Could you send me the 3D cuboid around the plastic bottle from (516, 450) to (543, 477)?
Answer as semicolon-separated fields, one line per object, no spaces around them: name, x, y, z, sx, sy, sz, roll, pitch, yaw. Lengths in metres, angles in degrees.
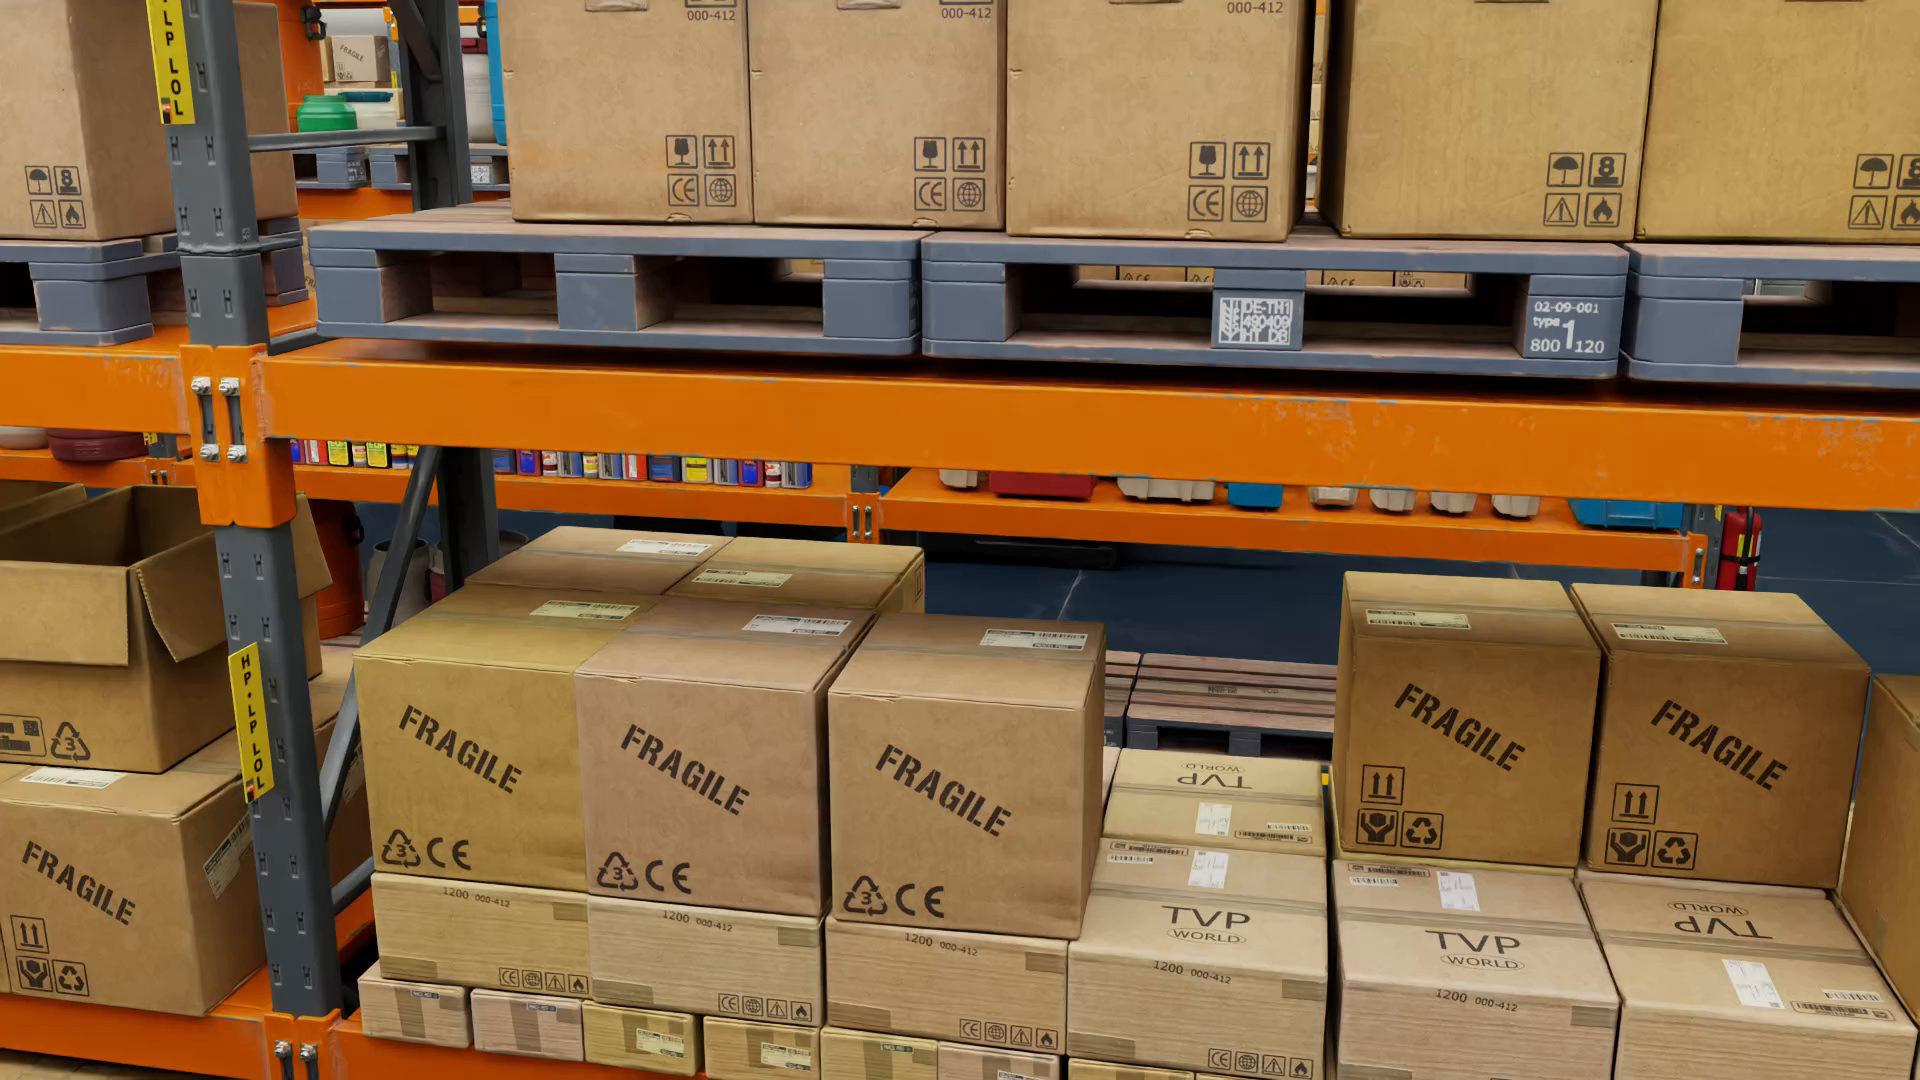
plastic bottle;-2.290;-0.483;8.835;0.133;0.283;0.061;3;16;11

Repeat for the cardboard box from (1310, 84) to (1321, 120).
cardboard box;2.493;-3.273;12.415;0.500;0.250;0.500;3;16;11

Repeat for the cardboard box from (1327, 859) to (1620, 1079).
cardboard box;1.017;0.890;3.383;0.500;0.250;0.500;3;16;9

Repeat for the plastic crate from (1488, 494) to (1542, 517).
plastic crate;2.692;-0.222;8.055;0.243;0.136;0.396;3;16;11

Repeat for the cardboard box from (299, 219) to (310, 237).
cardboard box;-7.764;-3.852;19.616;0.500;0.500;0.500;3;16;9

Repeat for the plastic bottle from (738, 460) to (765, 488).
plastic bottle;-1.079;-0.417;8.598;0.133;0.283;0.061;3;16;11

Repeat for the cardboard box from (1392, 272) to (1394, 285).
cardboard box;3.622;-2.268;13.000;0.500;0.500;0.500;3;16;12

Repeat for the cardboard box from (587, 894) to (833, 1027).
cardboard box;-0.485;0.809;3.675;0.500;0.250;0.500;3;16;11

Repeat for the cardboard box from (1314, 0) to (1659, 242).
cardboard box;0.976;-0.862;3.206;0.500;0.500;0.700;2;16;7

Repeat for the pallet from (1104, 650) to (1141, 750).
pallet;0.336;0.836;9.078;1.213;0.211;1.003;3;16;11

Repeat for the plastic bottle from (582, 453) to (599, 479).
plastic bottle;-1.946;-0.430;8.797;0.097;0.201;0.097;0;15;0

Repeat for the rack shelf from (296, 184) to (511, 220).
rack shelf;-2.352;-1.742;8.890;4.000;0.370;1.077;3;16;11

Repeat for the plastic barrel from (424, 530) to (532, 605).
plastic barrel;-2.723;0.292;9.550;0.708;0.588;0.600;3;16;11

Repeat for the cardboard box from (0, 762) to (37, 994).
cardboard box;-2.376;0.729;4.053;0.500;0.500;0.500;4;16;13

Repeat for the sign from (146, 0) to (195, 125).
sign;-1.478;-0.945;3.107;0.005;0.325;0.100;3;16;11

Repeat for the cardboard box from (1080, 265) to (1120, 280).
cardboard box;1.004;-2.264;12.984;0.500;0.500;0.500;4;16;13

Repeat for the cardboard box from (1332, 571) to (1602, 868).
cardboard box;1.125;0.391;3.782;0.500;0.500;0.500;3;16;10

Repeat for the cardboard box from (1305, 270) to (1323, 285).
cardboard box;2.520;-2.182;12.688;0.500;0.500;0.500;4;16;13

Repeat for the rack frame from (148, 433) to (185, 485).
rack frame;-4.312;-0.749;9.578;0.127;3.000;1.000;3;16;11

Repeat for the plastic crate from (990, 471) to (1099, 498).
plastic crate;0.432;-0.483;8.385;0.583;0.464;0.402;3;16;11

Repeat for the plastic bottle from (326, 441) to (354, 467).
plastic bottle;-3.377;-0.542;9.048;0.133;0.283;0.061;3;16;11

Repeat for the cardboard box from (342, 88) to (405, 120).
cardboard box;-4.853;-3.687;14.057;0.500;0.250;0.500;3;16;10

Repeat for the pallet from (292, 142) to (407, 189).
pallet;-3.582;-2.038;8.964;1.213;0.211;1.003;3;16;11

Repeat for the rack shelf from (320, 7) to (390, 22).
rack shelf;-8.218;-6.203;19.382;4.000;0.370;1.077;3;16;11

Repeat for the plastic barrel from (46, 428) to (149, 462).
plastic barrel;-4.827;-0.760;9.363;0.708;0.536;0.600;3;16;11

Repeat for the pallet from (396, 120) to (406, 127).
pallet;-4.004;-3.412;13.926;1.003;0.211;1.213;4;16;14

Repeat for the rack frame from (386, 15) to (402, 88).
rack frame;-6.258;-6.445;18.902;0.127;3.000;1.000;3;16;11

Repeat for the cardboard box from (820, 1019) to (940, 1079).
cardboard box;-0.131;1.038;3.597;0.250;0.149;0.380;3;16;10

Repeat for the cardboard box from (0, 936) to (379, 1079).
cardboard box;-2.011;1.552;4.464;0.875;0.875;1.225;3;16;11

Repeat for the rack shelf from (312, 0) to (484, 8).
rack shelf;-5.281;-4.503;13.988;4.000;0.370;1.077;3;16;11

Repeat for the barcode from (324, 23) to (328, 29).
barcode;-7.534;-6.101;19.722;0.075;0.075;0.001;3;16;11

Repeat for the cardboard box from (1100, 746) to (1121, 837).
cardboard box;0.113;0.697;4.081;0.500;0.250;0.500;3;16;12

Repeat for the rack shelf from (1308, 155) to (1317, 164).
rack shelf;2.558;-2.825;12.799;4.000;0.370;1.077;3;16;11

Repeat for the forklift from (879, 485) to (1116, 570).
forklift;0.829;-1.354;11.890;3.031;2.935;1.130;3;16;10

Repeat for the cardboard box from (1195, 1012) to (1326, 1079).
cardboard box;0.628;1.079;3.449;0.250;0.149;0.380;3;16;12

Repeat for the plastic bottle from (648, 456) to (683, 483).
plastic bottle;-1.540;-0.486;8.720;0.185;0.351;0.144;3;16;11

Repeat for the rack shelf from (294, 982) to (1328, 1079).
rack shelf;0.580;1.212;3.845;4.000;0.370;1.077;3;16;11

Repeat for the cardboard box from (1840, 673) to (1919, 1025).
cardboard box;2.010;0.582;3.090;0.500;0.500;0.500;3;16;12

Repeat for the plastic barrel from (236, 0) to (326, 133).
plastic barrel;-3.757;-2.573;8.953;0.708;0.830;0.600;3;16;11

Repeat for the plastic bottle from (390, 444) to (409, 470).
plastic bottle;-3.034;-0.523;9.000;0.097;0.271;0.097;0;15;0

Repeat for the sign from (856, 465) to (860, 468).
sign;-0.504;-0.526;8.254;0.005;0.325;0.100;3;16;11

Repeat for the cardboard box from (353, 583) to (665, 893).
cardboard box;-0.961;0.419;3.680;0.500;0.500;0.500;3;16;11

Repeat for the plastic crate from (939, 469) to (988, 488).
plastic crate;0.035;-0.376;8.613;0.243;0.136;0.396;3;16;11

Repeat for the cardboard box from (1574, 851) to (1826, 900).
cardboard box;1.613;0.779;3.786;0.500;0.250;0.500;3;16;10

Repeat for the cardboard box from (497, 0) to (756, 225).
cardboard box;-0.601;-0.959;3.556;0.500;0.500;0.700;2;16;8

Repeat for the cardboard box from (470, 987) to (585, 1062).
cardboard box;-0.898;0.997;3.745;0.250;0.149;0.380;3;16;9

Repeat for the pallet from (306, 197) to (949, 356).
pallet;-0.580;-0.598;3.577;1.213;0.211;1.003;3;16;11

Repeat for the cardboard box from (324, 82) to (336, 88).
cardboard box;-7.295;-5.050;19.259;0.500;0.500;0.500;2;16;6

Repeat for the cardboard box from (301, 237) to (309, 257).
cardboard box;-7.765;-3.489;19.710;0.500;0.250;0.500;3;16;11

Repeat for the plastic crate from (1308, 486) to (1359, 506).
plastic crate;1.839;-0.260;8.194;0.250;0.136;0.298;3;16;11

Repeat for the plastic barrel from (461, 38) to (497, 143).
plastic barrel;-2.545;-2.408;8.906;0.433;0.535;0.433;0;15;0

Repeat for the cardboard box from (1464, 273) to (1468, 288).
cardboard box;4.027;-2.101;12.398;0.500;0.500;0.500;3;16;11
